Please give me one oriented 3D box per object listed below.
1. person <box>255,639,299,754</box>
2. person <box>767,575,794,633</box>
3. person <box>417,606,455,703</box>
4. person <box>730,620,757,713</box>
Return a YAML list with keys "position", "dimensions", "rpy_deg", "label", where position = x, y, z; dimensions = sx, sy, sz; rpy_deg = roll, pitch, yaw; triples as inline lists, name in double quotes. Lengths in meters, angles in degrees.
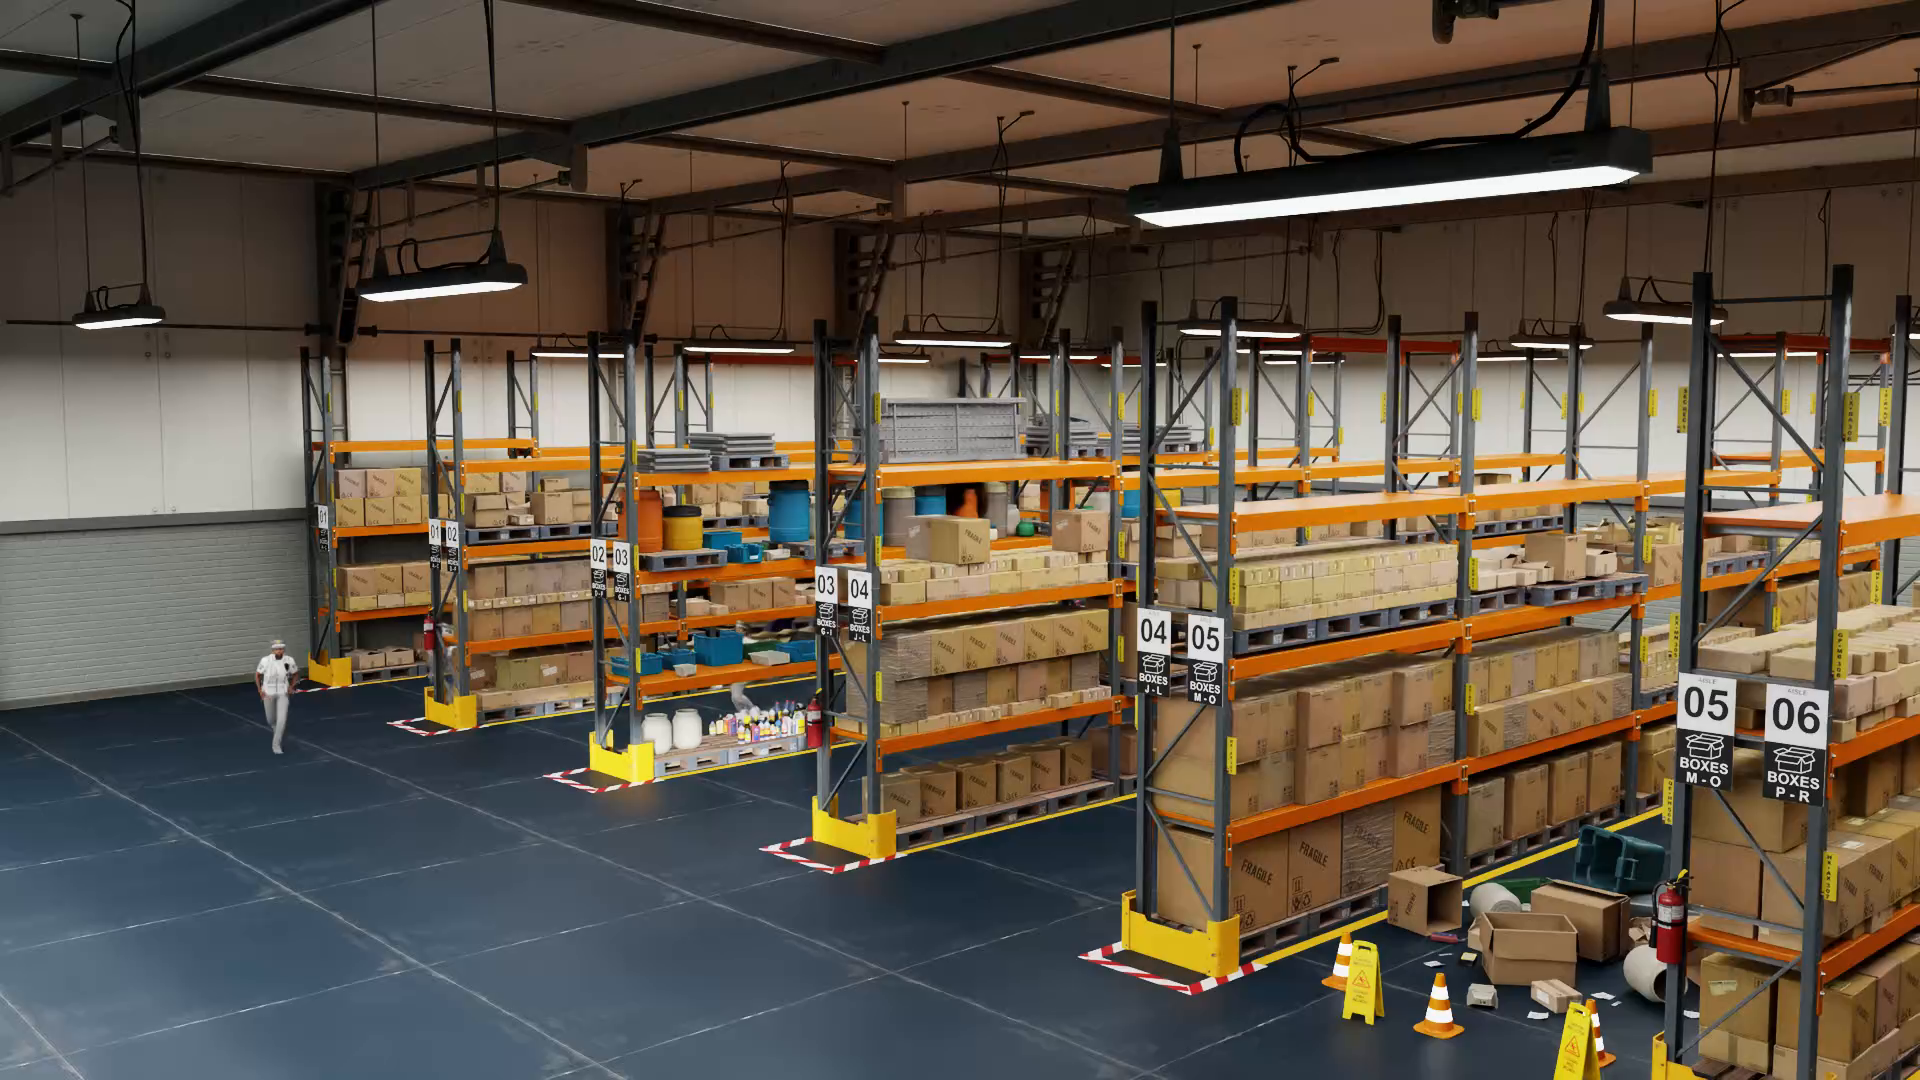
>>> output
- position: [-9.940, 2.244, 24.224]
  dimensions: [0.586, 1.670, 0.793]
  rpy_deg: [-2, 5, -23]
  label: "person"
- position: [-3.525, 1.479, 32.735]
  dimensions: [0.588, 1.602, 0.660]
  rpy_deg: [5, 7, 43]
  label: "person"
- position: [-8.658, 1.920, 27.473]
  dimensions: [0.635, 1.659, 0.565]
  rpy_deg: [4, 6, 37]
  label: "person"
- position: [-3.432, 2.063, 25.820]
  dimensions: [0.605, 1.652, 0.550]
  rpy_deg: [4, 6, 39]
  label: "person"
